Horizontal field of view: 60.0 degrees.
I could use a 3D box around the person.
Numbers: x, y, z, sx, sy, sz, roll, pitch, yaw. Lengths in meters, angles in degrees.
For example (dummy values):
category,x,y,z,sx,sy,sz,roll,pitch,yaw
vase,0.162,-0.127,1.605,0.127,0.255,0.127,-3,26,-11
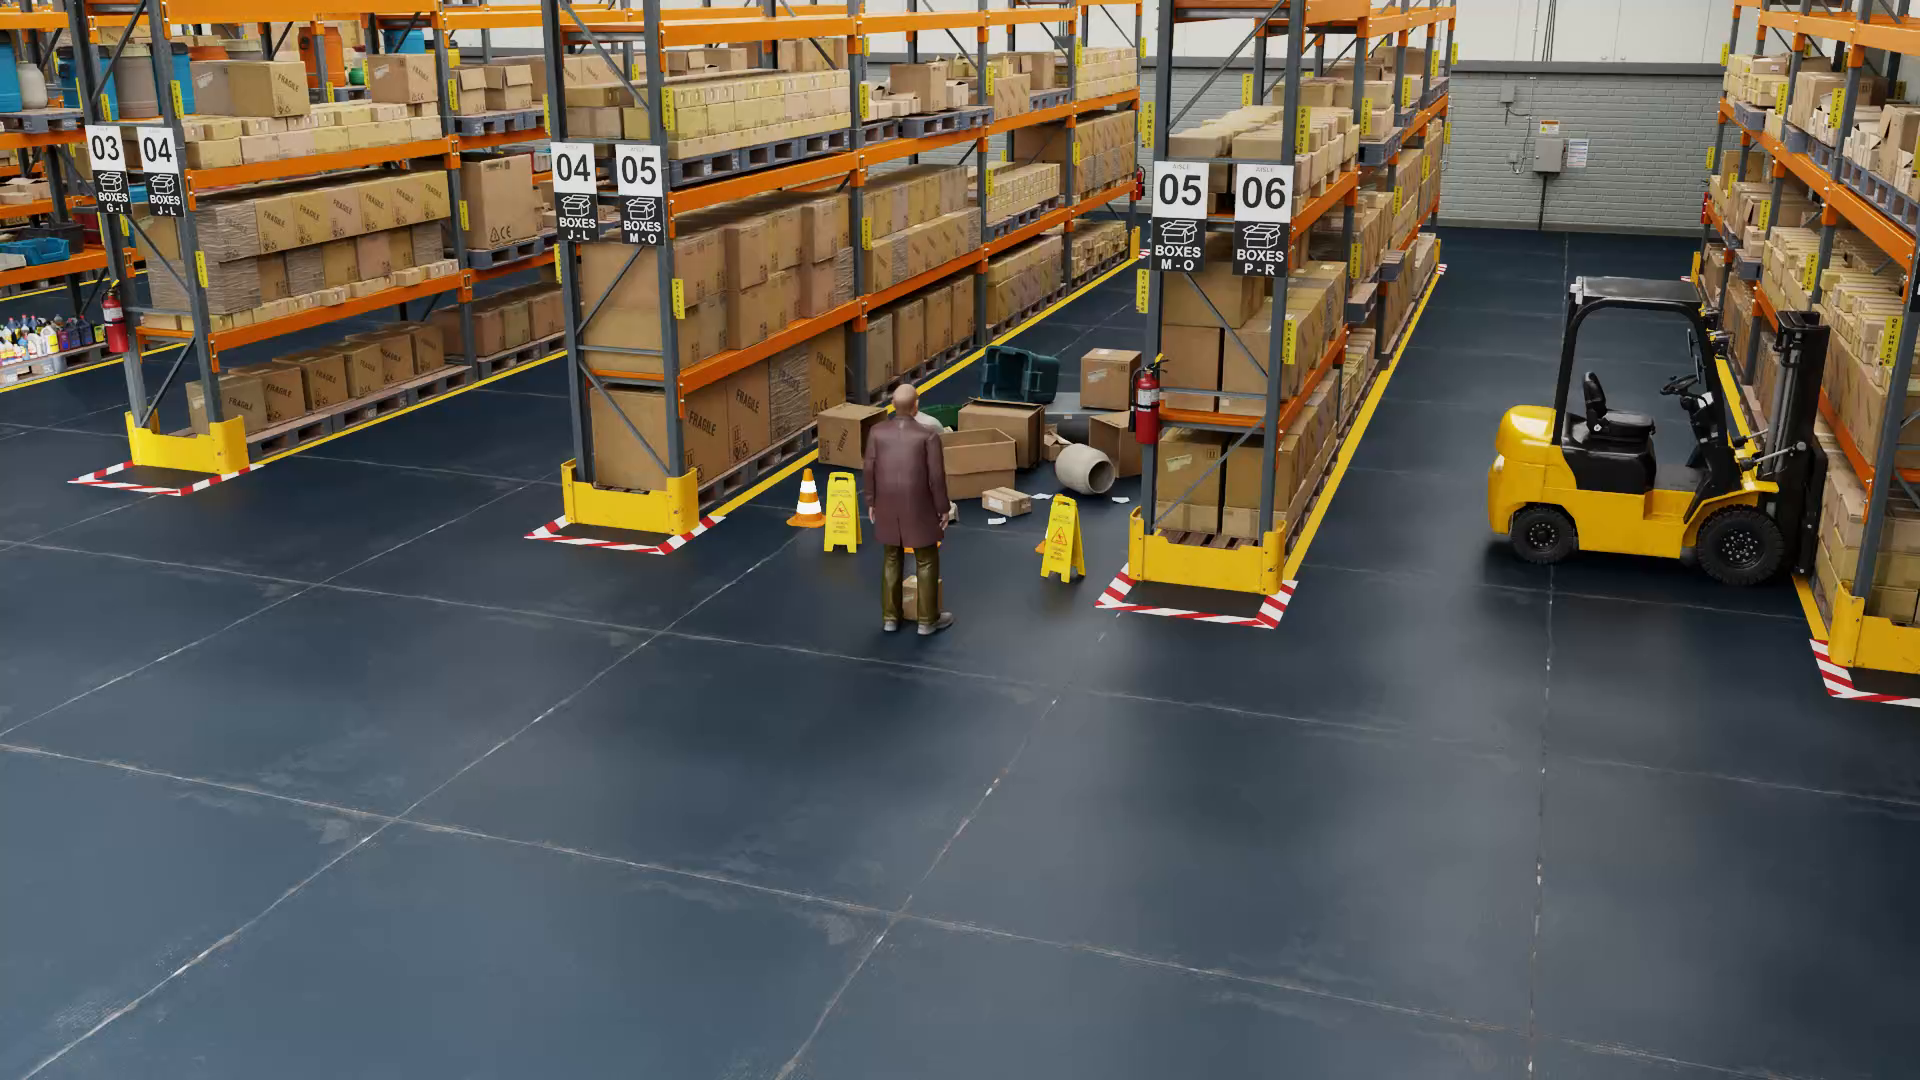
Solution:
category,x,y,z,sx,sy,sz,roll,pitch,yaw
person,-0.371,-0.219,11.743,0.643,1.774,0.420,6,19,18
